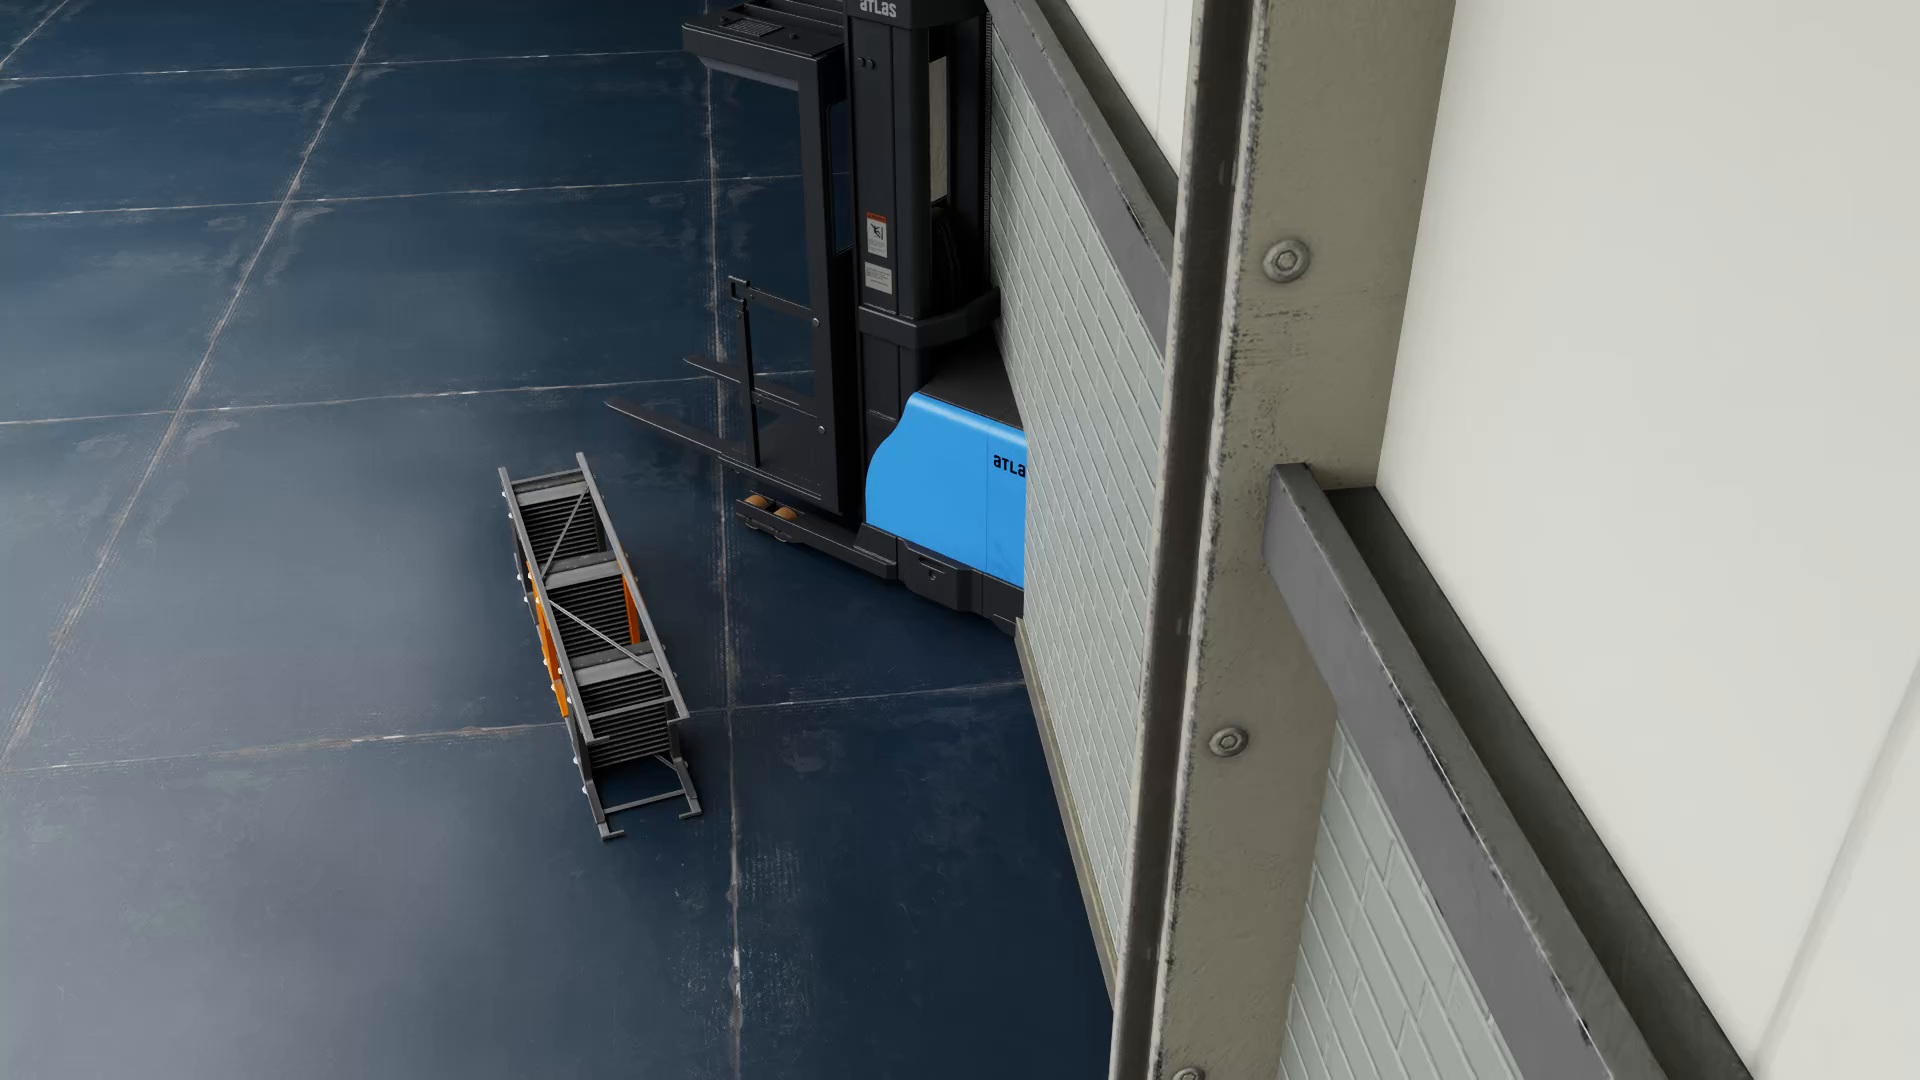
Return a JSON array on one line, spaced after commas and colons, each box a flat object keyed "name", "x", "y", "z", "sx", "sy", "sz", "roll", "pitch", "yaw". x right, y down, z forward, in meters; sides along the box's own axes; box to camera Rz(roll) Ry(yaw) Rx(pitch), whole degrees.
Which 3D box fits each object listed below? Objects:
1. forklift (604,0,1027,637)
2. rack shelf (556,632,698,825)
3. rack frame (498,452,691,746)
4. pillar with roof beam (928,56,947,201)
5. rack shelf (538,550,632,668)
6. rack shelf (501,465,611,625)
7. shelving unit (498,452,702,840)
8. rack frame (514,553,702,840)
[{"name": "forklift", "x": -0.503, "y": -1.419, "z": 7.730, "sx": 3.031, "sy": 2.935, "sz": 1.130, "roll": 22, "pitch": 40, "yaw": 29}, {"name": "rack shelf", "x": -1.340, "y": 0.750, "z": 6.691, "sx": 0.431, "sy": 0.480, "sz": 0.518, "roll": -13, "pitch": 36, "yaw": -18}, {"name": "rack frame", "x": -1.604, "y": 0.175, "z": 7.101, "sx": 0.400, "sy": 0.015, "sz": 2.100, "roll": -13, "pitch": 36, "yaw": -18}, {"name": "pillar with roof beam", "x": -4.494, "y": -4.428, "z": 6.757, "sx": 9.100, "sy": 9.000, "sz": 0.400, "roll": -4, "pitch": 35, "yaw": -6}, {"name": "rack shelf", "x": -1.650, "y": 0.312, "z": 7.333, "sx": 0.368, "sy": 0.457, "sz": 0.174, "roll": -13, "pitch": 36, "yaw": -18}, {"name": "rack shelf", "x": -1.858, "y": 0.018, "z": 7.765, "sx": 0.431, "sy": 0.480, "sz": 0.518, "roll": -13, "pitch": 36, "yaw": -18}, {"name": "shelving unit", "x": -1.604, "y": 0.377, "z": 7.238, "sx": 0.431, "sy": 0.503, "sz": 2.100, "roll": -13, "pitch": 36, "yaw": -18}, {"name": "rack frame", "x": -1.604, "y": 0.578, "z": 7.376, "sx": 0.400, "sy": 0.015, "sz": 2.100, "roll": -13, "pitch": 36, "yaw": -18}]
